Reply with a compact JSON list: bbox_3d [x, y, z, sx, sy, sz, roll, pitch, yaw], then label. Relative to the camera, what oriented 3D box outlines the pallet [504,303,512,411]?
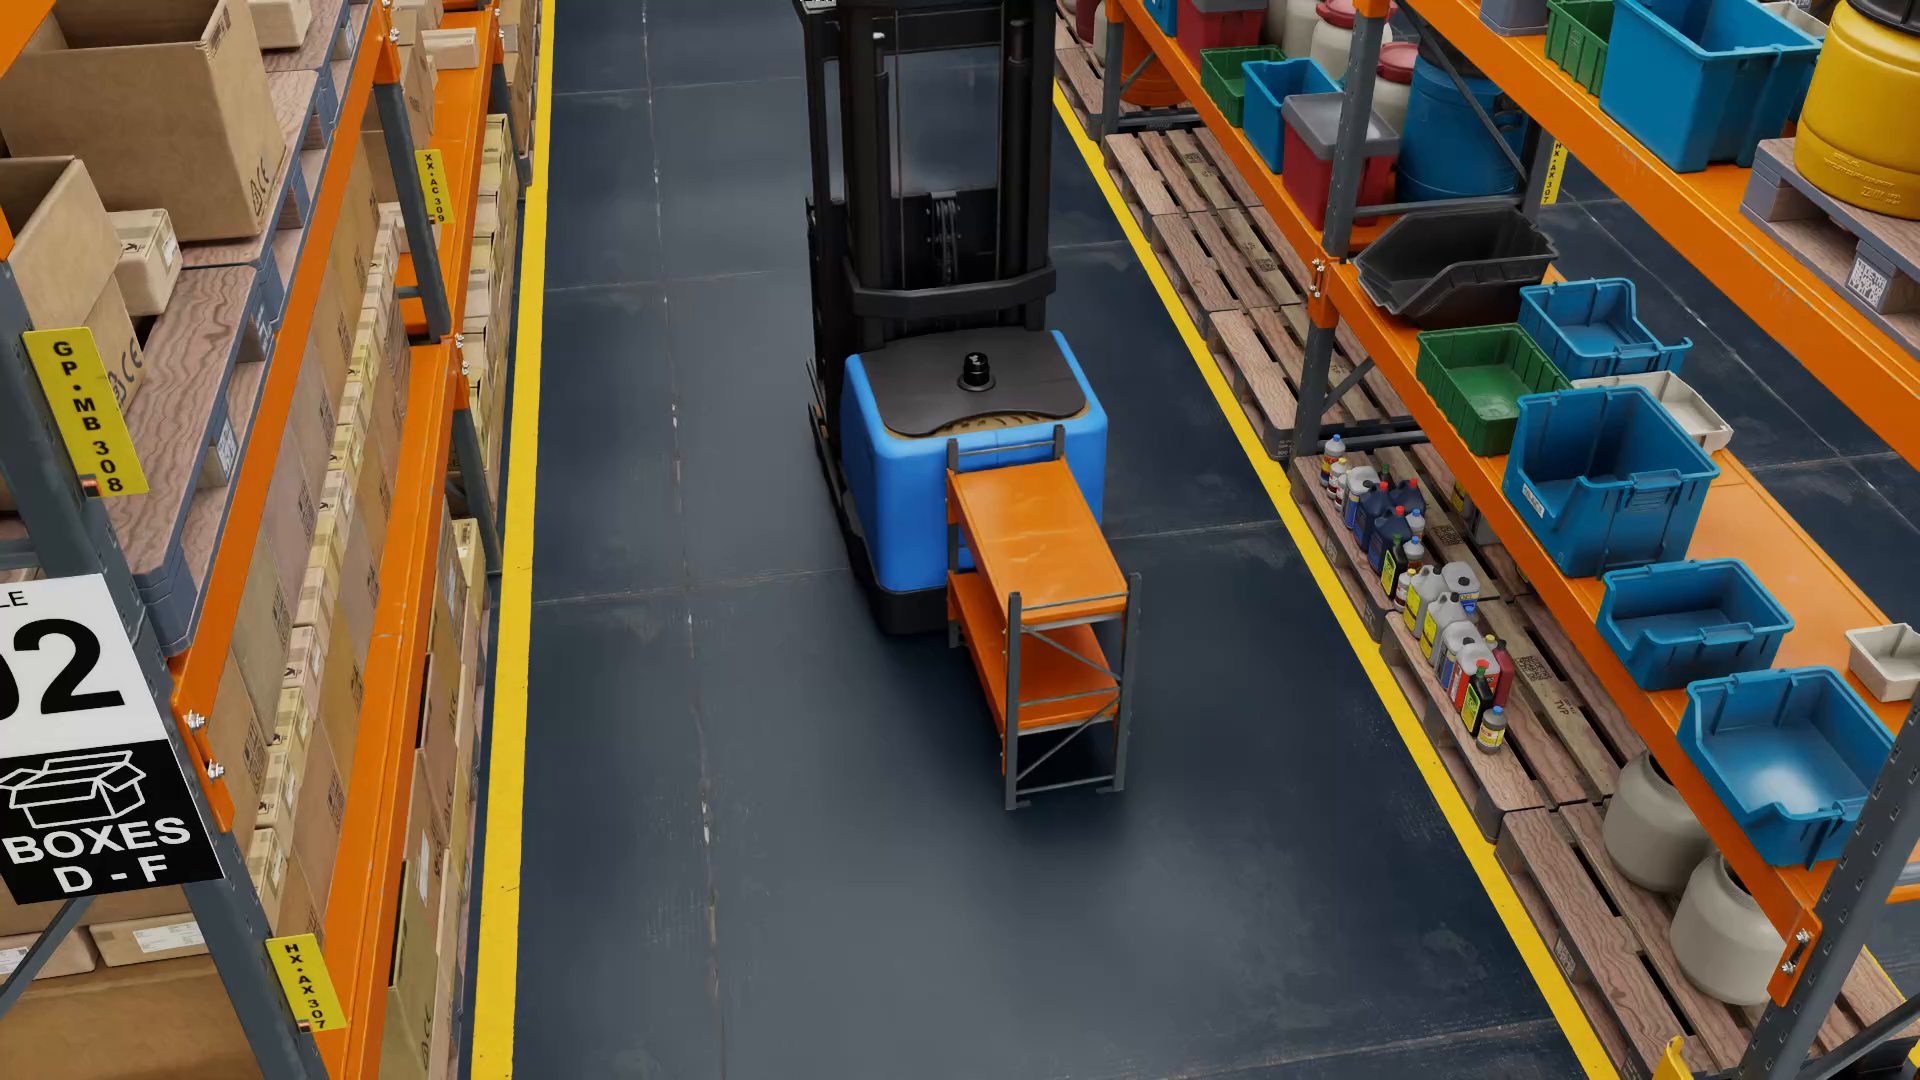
[{"bbox_3d":[-3.074,-1.083,9.372,1.003,0.211,1.213,-6,38,-8],"label":"pallet"}]

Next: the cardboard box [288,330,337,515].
[{"bbox_3d":[-2.341,-0.380,5.055,0.700,0.500,0.500,-6,38,-8],"label":"cardboard box"}]

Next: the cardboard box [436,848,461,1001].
[{"bbox_3d":[-2.042,1.379,5.828,0.500,0.250,0.500,-6,38,-8],"label":"cardboard box"}]

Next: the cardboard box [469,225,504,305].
[{"bbox_3d":[-2.788,-1.511,9.092,0.500,0.311,0.500,-5,38,-7],"label":"cardboard box"}]

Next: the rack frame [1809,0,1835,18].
[{"bbox_3d":[6.363,-4.484,11.477,1.000,3.000,0.127,-6,38,-8],"label":"rack frame"}]

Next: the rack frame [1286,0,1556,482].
[{"bbox_3d":[2.188,-1.536,7.682,1.000,3.000,0.127,-6,38,-8],"label":"rack frame"}]

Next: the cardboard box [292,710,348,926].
[{"bbox_3d":[-2.154,0.771,4.630,0.700,0.500,0.500,-5,38,-7],"label":"cardboard box"}]

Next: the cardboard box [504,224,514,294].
[{"bbox_3d":[-2.879,-1.594,9.656,0.500,0.250,0.500,-5,38,-7],"label":"cardboard box"}]

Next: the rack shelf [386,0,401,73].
[{"bbox_3d":[-3.040,-3.114,7.854,1.077,0.370,4.000,-6,38,-8],"label":"rack shelf"}]

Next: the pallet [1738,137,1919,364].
[{"bbox_3d":[2.840,-0.740,4.366,1.003,0.211,1.213,-6,38,-8],"label":"pallet"}]

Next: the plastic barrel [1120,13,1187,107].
[{"bbox_3d":[1.384,-3.554,11.706,0.600,0.830,0.708,-6,38,-8],"label":"plastic barrel"}]

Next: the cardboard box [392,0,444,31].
[{"bbox_3d":[-3.370,-3.161,9.847,0.500,0.311,0.500,-4,38,-5],"label":"cardboard box"}]

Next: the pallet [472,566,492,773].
[{"bbox_3d":[-2.591,0.581,7.230,1.003,0.211,1.213,-6,38,-8],"label":"pallet"}]

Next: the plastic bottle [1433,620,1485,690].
[{"bbox_3d":[2.094,0.481,6.947,0.152,0.276,0.135,-7,38,-9],"label":"plastic bottle"}]

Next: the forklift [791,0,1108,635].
[{"bbox_3d":[-0.183,-1.639,7.870,1.130,2.935,3.031,-8,39,-10],"label":"forklift"}]

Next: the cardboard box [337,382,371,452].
[{"bbox_3d":[-2.210,-0.392,5.600,0.380,0.149,0.250,-5,38,-7],"label":"cardboard box"}]

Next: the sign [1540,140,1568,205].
[{"bbox_3d":[2.731,-1.697,7.664,0.100,0.325,0.005,-6,38,-8],"label":"sign"}]

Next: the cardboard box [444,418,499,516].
[{"bbox_3d":[-2.516,-0.355,8.061,0.500,0.250,0.500,-7,38,-9],"label":"cardboard box"}]

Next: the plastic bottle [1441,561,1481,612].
[{"bbox_3d":[2.170,0.238,7.260,0.152,0.276,0.135,-6,38,-8],"label":"plastic bottle"}]

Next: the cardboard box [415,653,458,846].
[{"bbox_3d":[-2.124,0.781,5.988,0.500,0.500,0.500,-6,38,-8],"label":"cardboard box"}]

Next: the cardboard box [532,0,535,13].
[{"bbox_3d":[-3.645,-4.457,13.121,0.500,0.500,0.500,-6,38,-8],"label":"cardboard box"}]

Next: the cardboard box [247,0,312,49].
[{"bbox_3d":[-2.209,-1.612,5.084,0.380,0.149,0.250,-6,38,-8],"label":"cardboard box"}]

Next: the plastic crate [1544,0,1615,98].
[{"bbox_3d":[2.196,-1.654,5.562,0.336,0.188,0.450,-6,38,-8],"label":"plastic crate"}]

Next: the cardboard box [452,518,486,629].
[{"bbox_3d":[-2.393,0.172,7.383,0.500,0.250,0.500,-6,38,-8],"label":"cardboard box"}]

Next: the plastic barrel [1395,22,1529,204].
[{"bbox_3d":[2.418,-1.999,7.870,0.600,0.901,0.708,-6,38,-8],"label":"plastic barrel"}]

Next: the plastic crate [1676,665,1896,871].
[{"bbox_3d":[2.507,0.669,4.965,0.499,0.251,0.616,-6,38,-8],"label":"plastic crate"}]

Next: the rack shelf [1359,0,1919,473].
[{"bbox_3d":[2.538,-1.228,5.427,1.077,0.370,4.000,-6,38,-8],"label":"rack shelf"}]

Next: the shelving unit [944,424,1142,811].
[{"bbox_3d":[0.308,0.306,6.839,0.538,1.125,1.048,-8,39,-10],"label":"shelving unit"}]

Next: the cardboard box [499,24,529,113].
[{"bbox_3d":[-3.287,-3.229,11.540,0.500,0.500,0.500,-8,38,-10],"label":"cardboard box"}]

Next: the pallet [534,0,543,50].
[{"bbox_3d":[-3.912,-4.249,13.447,1.003,0.211,1.213,-6,38,-8],"label":"pallet"}]

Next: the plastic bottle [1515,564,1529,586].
[{"bbox_3d":[2.578,0.059,7.485,0.061,0.283,0.133,-6,38,-8],"label":"plastic bottle"}]

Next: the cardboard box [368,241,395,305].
[{"bbox_3d":[-2.390,-1.010,6.395,0.380,0.149,0.250,-7,38,-9],"label":"cardboard box"}]

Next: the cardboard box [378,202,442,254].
[{"bbox_3d":[-2.644,-1.463,7.793,0.380,0.149,0.250,-6,38,-8],"label":"cardboard box"}]

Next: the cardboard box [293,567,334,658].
[{"bbox_3d":[-2.028,0.232,4.796,0.380,0.149,0.250,-7,38,-9],"label":"cardboard box"}]

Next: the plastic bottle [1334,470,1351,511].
[{"bbox_3d":[1.848,-0.242,7.938,0.097,0.201,0.097,0,38,0],"label":"plastic bottle"}]

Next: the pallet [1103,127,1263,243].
[{"bbox_3d":[1.584,-2.378,11.039,1.003,0.211,1.213,-6,38,-8],"label":"pallet"}]

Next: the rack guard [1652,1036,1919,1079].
[{"bbox_3d":[2.829,1.827,5.391,1.175,0.500,0.348,-6,38,-8],"label":"rack guard"}]

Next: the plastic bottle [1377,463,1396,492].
[{"bbox_3d":[2.000,-0.216,7.839,0.061,0.283,0.133,-6,38,-8],"label":"plastic bottle"}]

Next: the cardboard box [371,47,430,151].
[{"bbox_3d":[-2.988,-2.131,8.366,0.500,0.500,0.500,-6,38,-8],"label":"cardboard box"}]

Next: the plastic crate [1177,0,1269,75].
[{"bbox_3d":[1.469,-2.968,9.473,0.402,0.464,0.583,-6,38,-8],"label":"plastic crate"}]

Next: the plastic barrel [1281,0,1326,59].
[{"bbox_3d":[2.031,-2.895,9.321,0.433,0.535,0.433,0,38,0],"label":"plastic barrel"}]

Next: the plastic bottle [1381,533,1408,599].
[{"bbox_3d":[1.942,0.114,7.414,0.061,0.283,0.133,-5,38,-6],"label":"plastic bottle"}]

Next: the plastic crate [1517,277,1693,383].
[{"bbox_3d":[2.649,-0.838,6.904,0.499,0.251,0.616,-6,38,-8],"label":"plastic crate"}]

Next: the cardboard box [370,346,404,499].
[{"bbox_3d":[-2.507,-0.459,6.215,0.700,0.500,0.500,-7,38,-8],"label":"cardboard box"}]

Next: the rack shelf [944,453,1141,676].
[{"bbox_3d":[0.308,0.075,6.659,0.538,0.278,1.000,-8,39,-10],"label":"rack shelf"}]

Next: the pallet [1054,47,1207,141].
[{"bbox_3d":[1.307,-3.322,12.254,1.003,0.211,1.213,-6,38,-8],"label":"pallet"}]

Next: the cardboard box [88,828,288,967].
[{"bbox_3d":[-1.845,0.855,3.994,0.380,0.149,0.250,-6,38,-8],"label":"cardboard box"}]
